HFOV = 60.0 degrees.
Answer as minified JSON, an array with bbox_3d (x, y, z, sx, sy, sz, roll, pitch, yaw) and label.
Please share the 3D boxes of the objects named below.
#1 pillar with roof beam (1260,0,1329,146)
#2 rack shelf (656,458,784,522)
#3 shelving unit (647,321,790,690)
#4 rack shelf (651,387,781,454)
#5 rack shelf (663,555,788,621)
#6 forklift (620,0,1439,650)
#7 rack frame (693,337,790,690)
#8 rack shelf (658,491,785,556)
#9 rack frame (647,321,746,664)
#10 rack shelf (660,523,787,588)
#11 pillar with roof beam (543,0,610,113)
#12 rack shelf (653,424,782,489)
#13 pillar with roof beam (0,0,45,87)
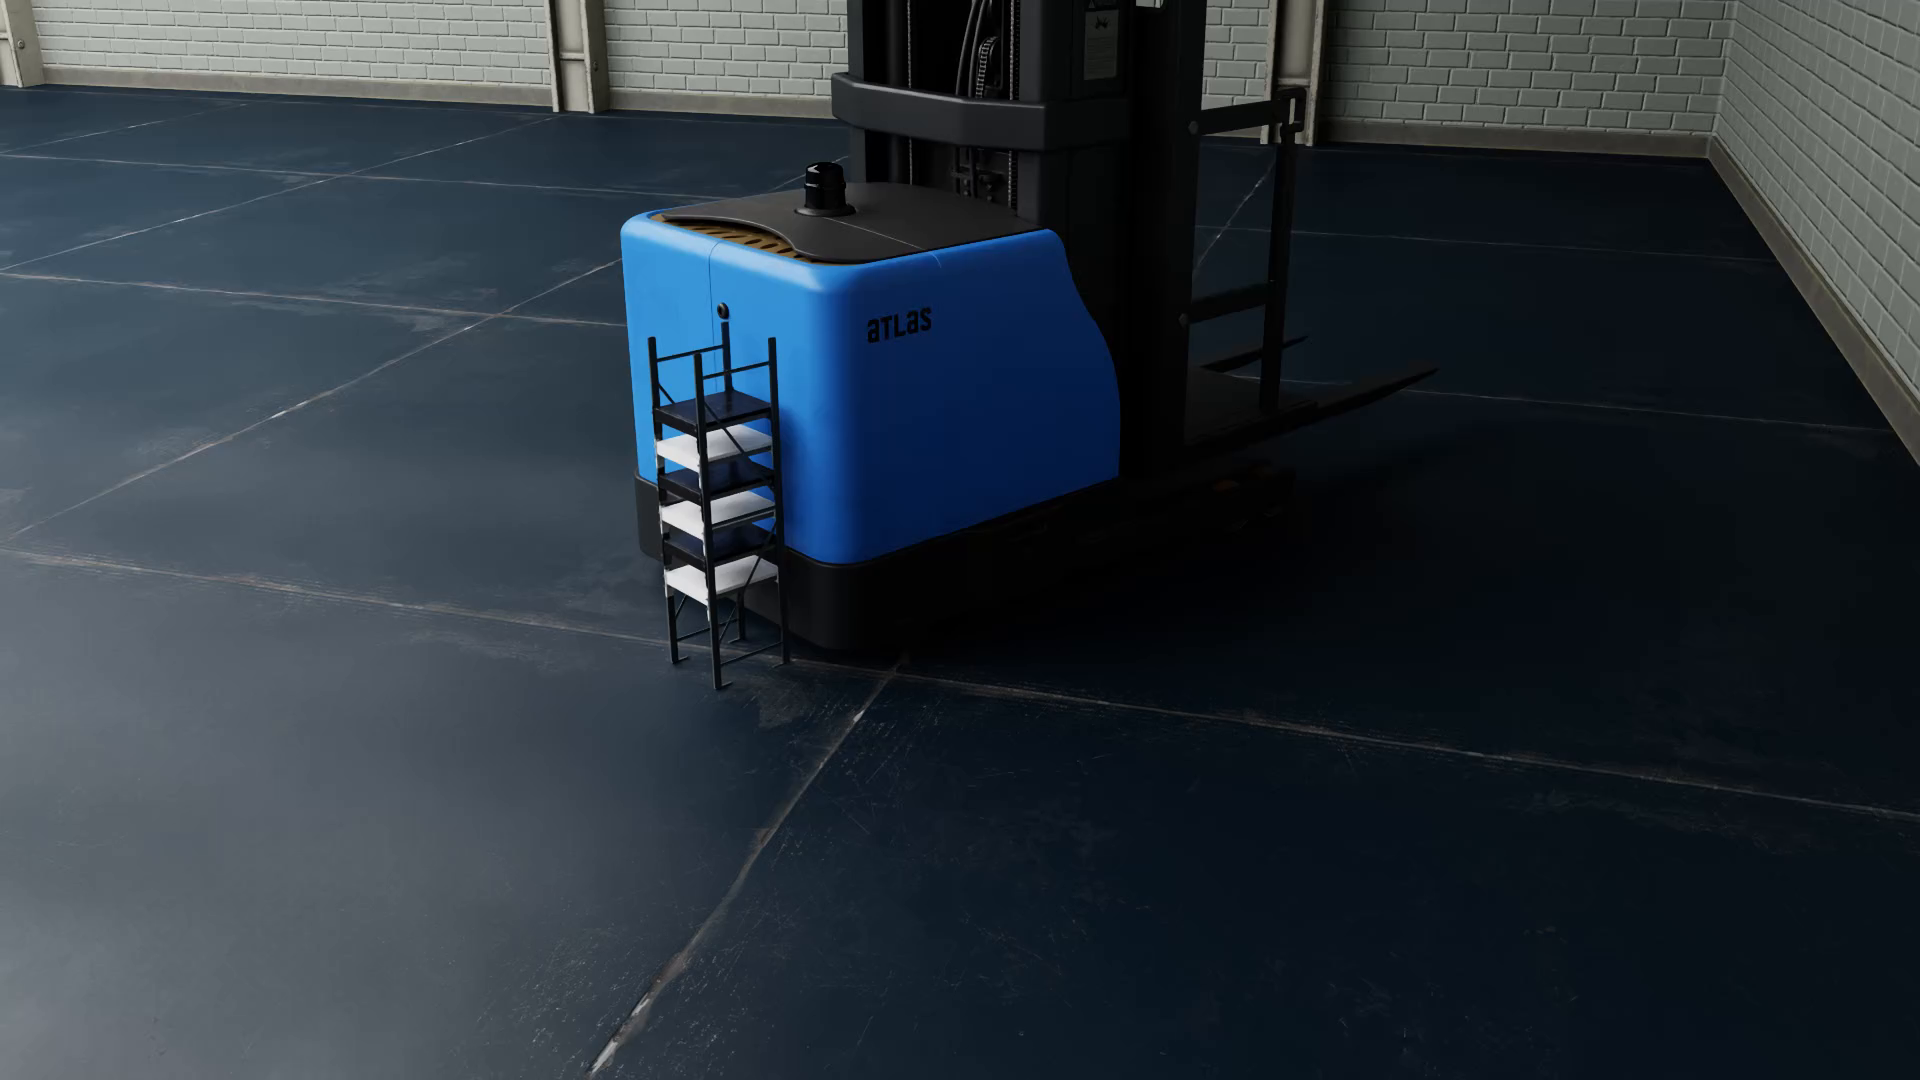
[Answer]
[{"bbox_3d":[1.262,-5.631,7.139,0.400,9.000,9.100,7,23,16],"label":"pillar with roof beam"},{"bbox_3d":[-0.616,-0.139,4.273,0.258,0.077,0.200,-19,29,-38],"label":"rack shelf"},{"bbox_3d":[-0.616,-0.086,4.295,0.258,0.900,0.210,-19,29,-38],"label":"shelving unit"},{"bbox_3d":[-0.616,-0.305,4.205,0.258,0.077,0.200,-19,29,-38],"label":"rack shelf"},{"bbox_3d":[-0.616,0.111,4.376,0.258,0.077,0.200,-19,29,-38],"label":"rack shelf"},{"bbox_3d":[0.463,-1.514,5.099,3.031,2.935,1.130,-19,29,-38],"label":"forklift"},{"bbox_3d":[-0.548,-0.058,4.225,0.240,0.900,0.006,-19,29,-38],"label":"rack frame"},{"bbox_3d":[-0.616,-0.055,4.307,0.258,0.077,0.200,-19,29,-38],"label":"rack shelf"},{"bbox_3d":[-0.684,-0.115,4.365,0.240,0.900,0.006,-19,29,-38],"label":"rack frame"},{"bbox_3d":[-0.616,0.028,4.341,0.258,0.077,0.200,-19,29,-38],"label":"rack shelf"},{"bbox_3d":[-4.482,-6.288,8.743,0.400,9.000,9.100,7,23,16],"label":"pillar with roof beam"},{"bbox_3d":[-0.616,-0.222,4.239,0.258,0.077,0.200,-19,29,-38],"label":"rack shelf"},{"bbox_3d":[-10.226,-6.946,10.346,0.400,9.000,9.100,7,23,16],"label":"pillar with roof beam"}]
